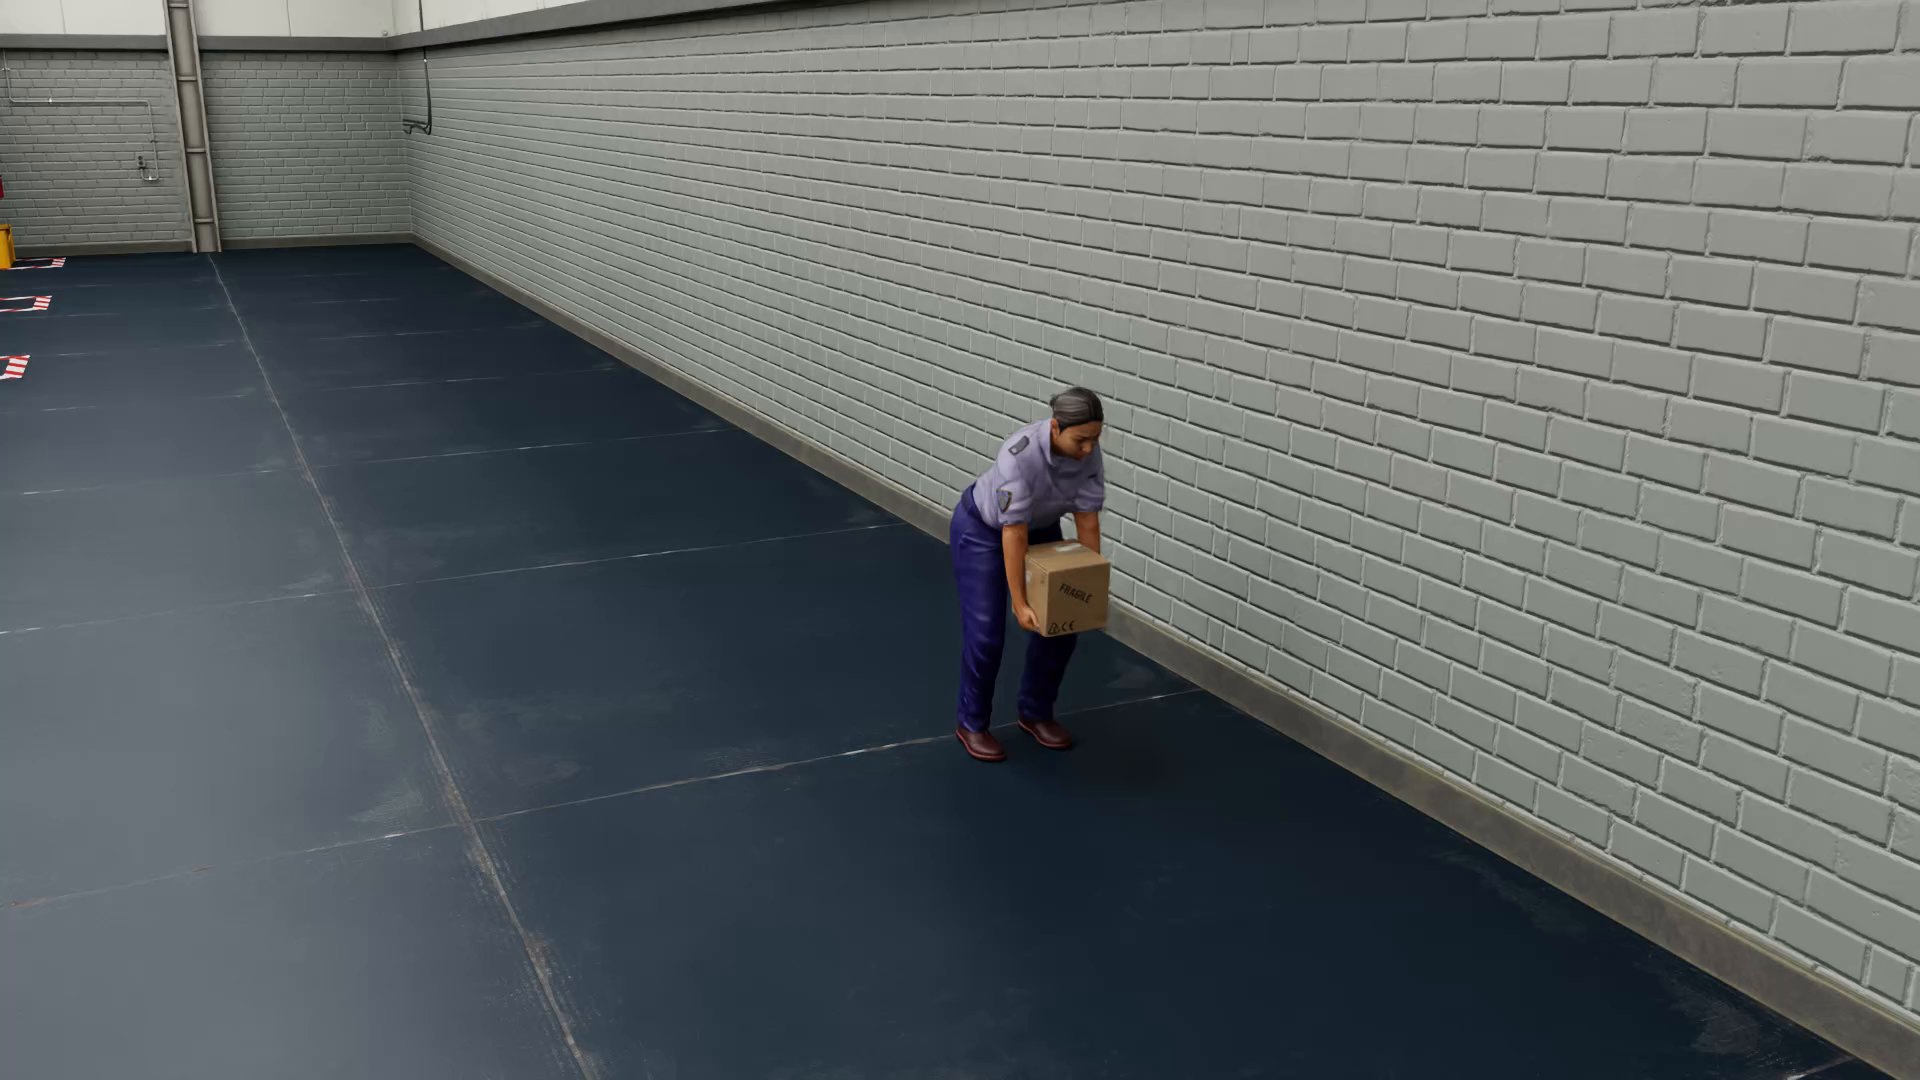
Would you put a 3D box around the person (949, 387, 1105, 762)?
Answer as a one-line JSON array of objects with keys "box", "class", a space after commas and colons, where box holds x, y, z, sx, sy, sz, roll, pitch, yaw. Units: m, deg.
[{"box": [0.261, 0.118, 6.036, 0.453, 1.436, 0.729, -8, 17, -26], "class": "person"}]
